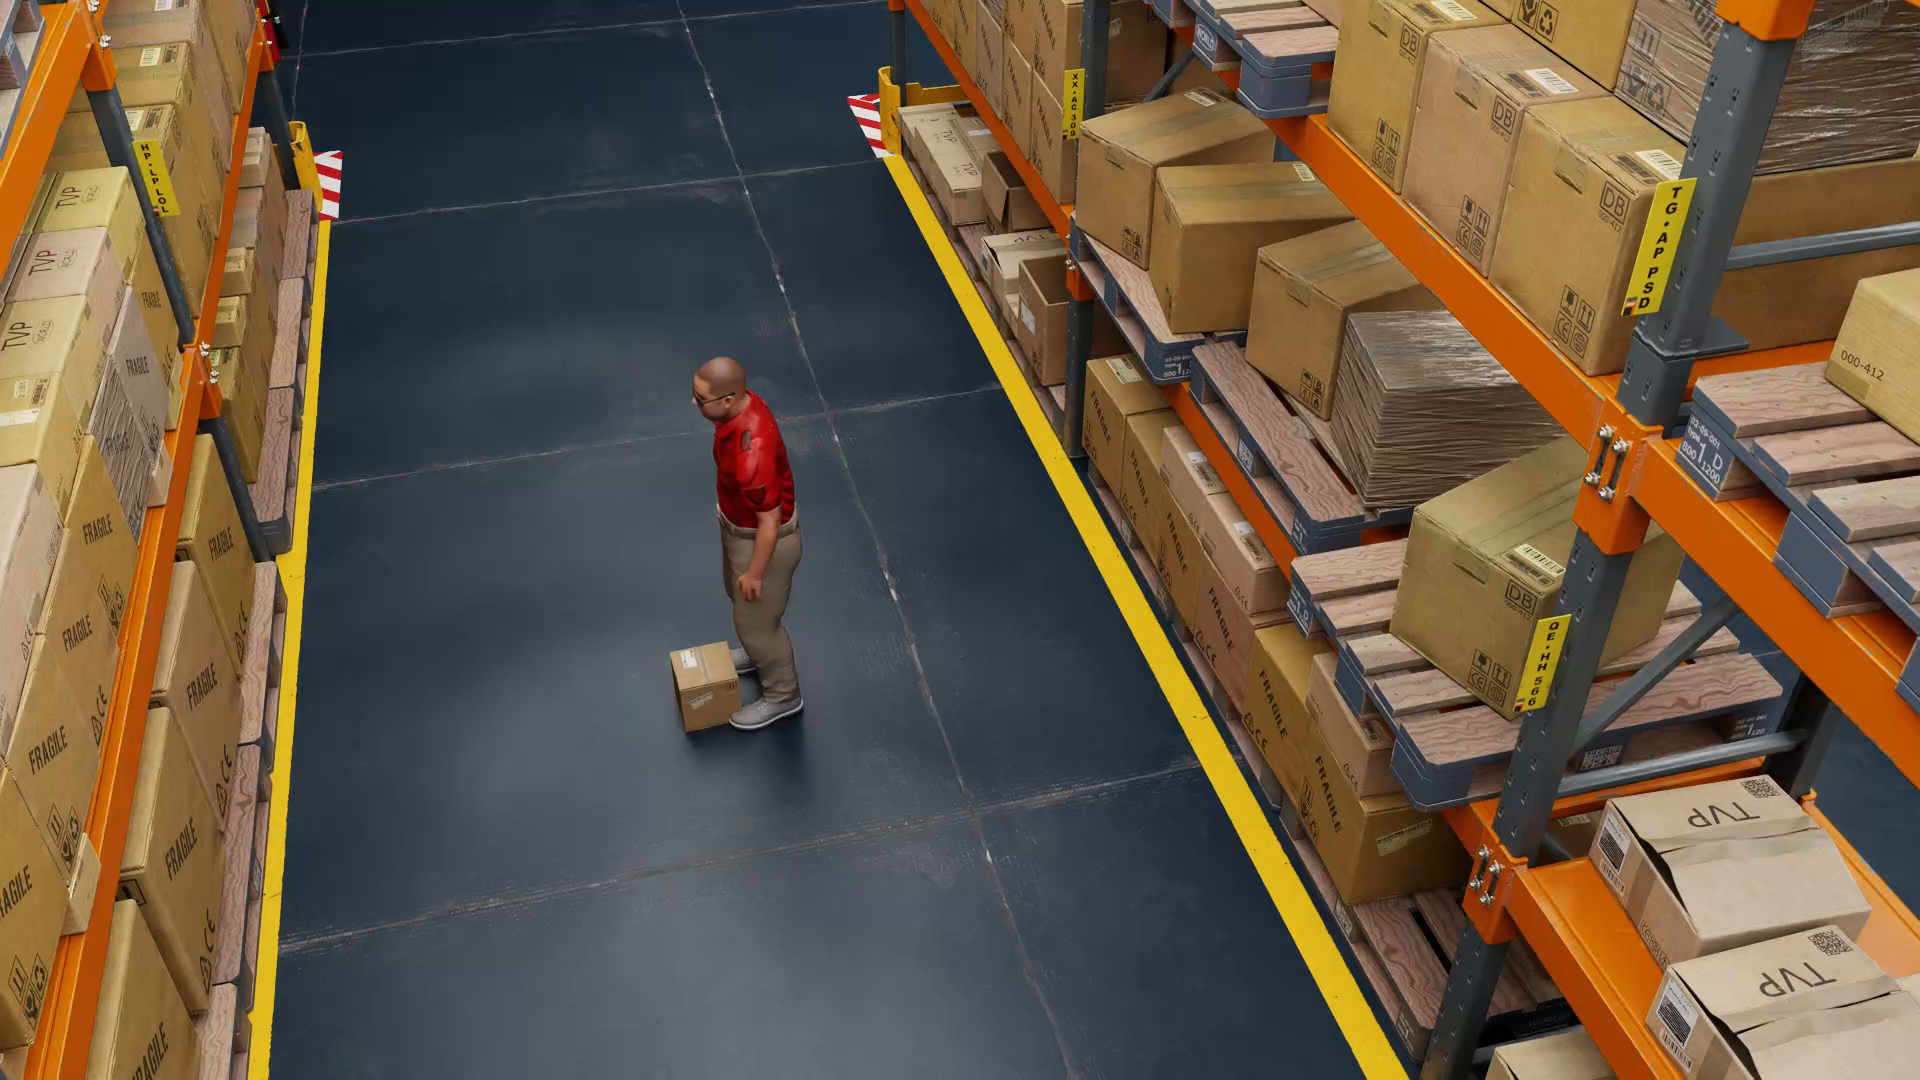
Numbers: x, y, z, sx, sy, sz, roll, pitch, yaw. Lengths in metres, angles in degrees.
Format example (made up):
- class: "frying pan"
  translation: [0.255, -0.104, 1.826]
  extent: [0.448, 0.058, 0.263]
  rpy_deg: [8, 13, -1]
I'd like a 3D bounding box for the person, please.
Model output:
- class: "person"
  translation: [-0.844, -0.008, 6.736]
  extent: [0.394, 1.726, 0.583]
  rpy_deg: [-10, 39, -12]
